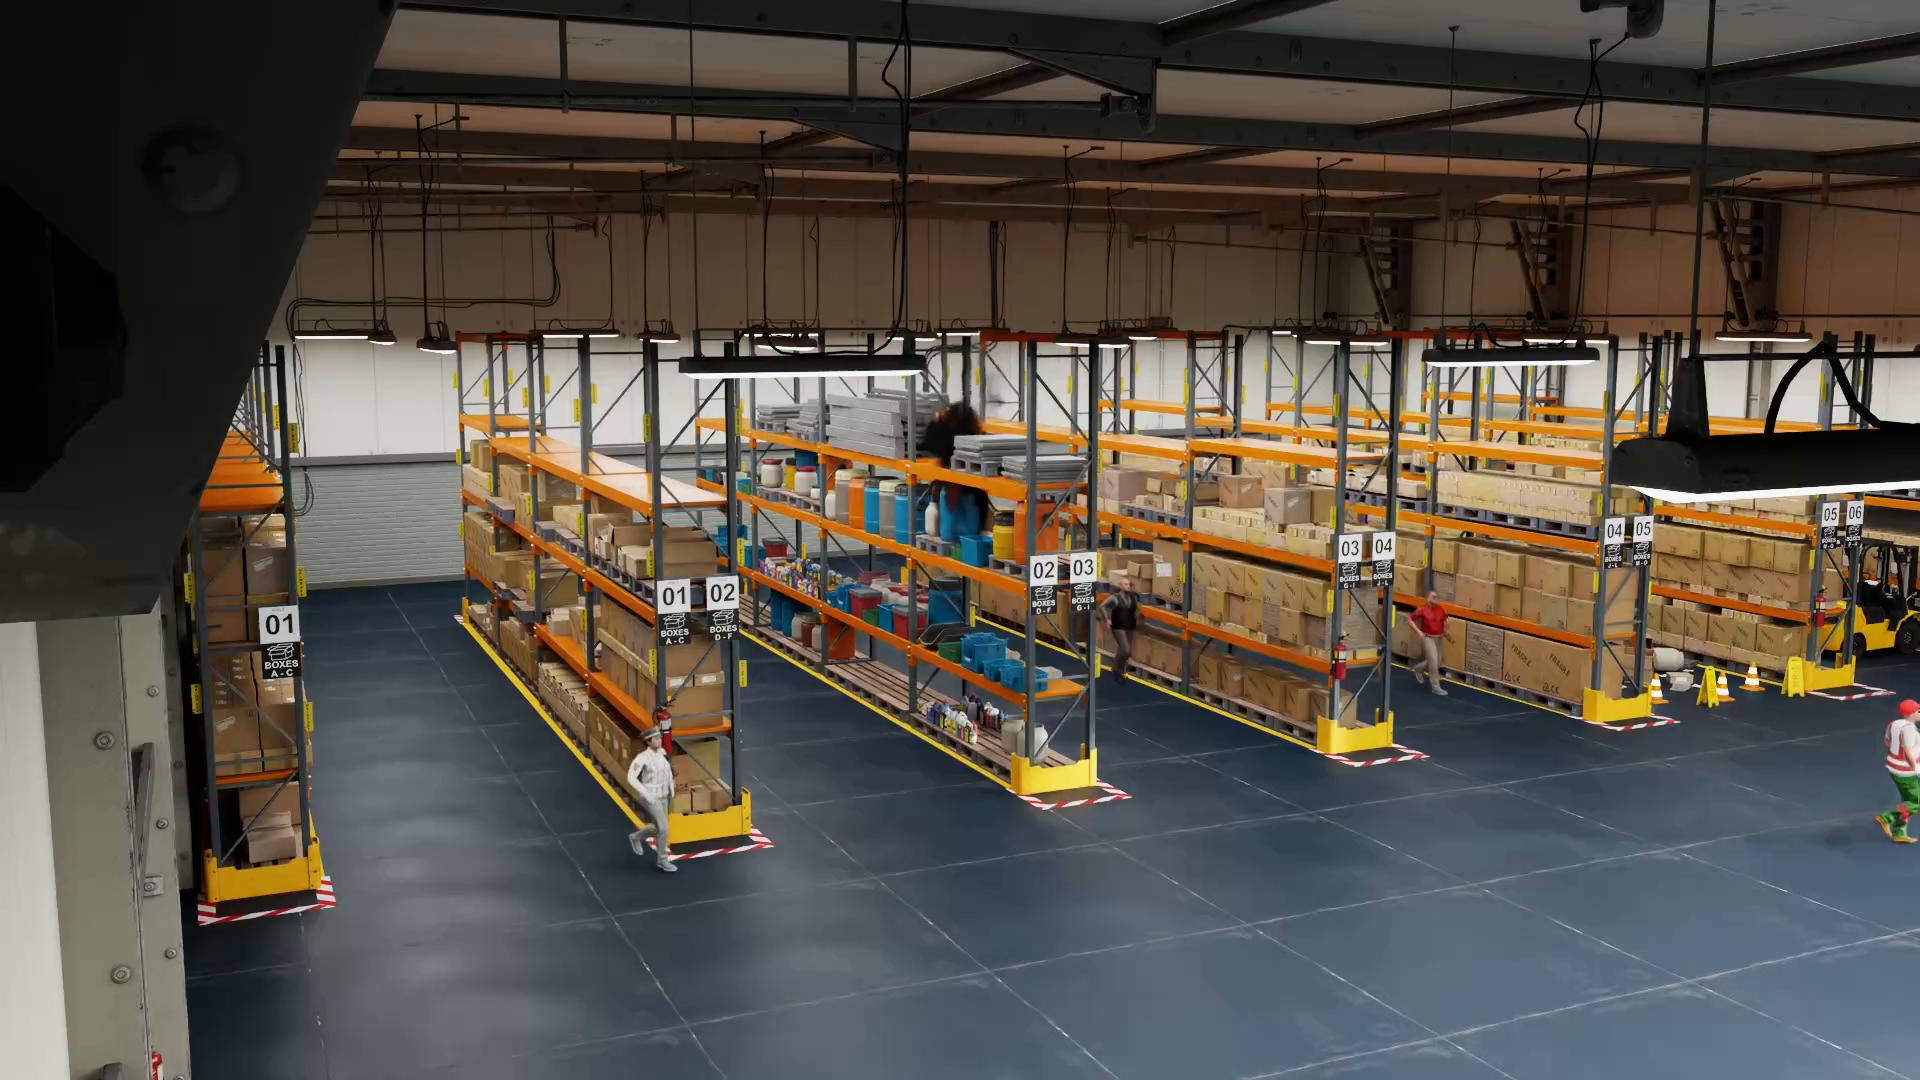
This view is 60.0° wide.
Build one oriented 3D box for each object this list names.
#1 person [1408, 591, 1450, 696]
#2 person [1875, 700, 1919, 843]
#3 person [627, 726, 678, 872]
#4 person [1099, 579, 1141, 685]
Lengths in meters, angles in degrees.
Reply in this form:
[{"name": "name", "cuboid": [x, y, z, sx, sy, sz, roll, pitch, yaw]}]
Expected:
[{"name": "person", "cuboid": [7.934, 1.701, 28.038, 0.672, 1.701, 0.953, -4, 9, -27]}, {"name": "person", "cuboid": [11.318, 2.780, 20.023, 0.593, 1.756, 0.678, 1, 8, 5]}, {"name": "person", "cuboid": [-3.545, 2.943, 19.124, 0.709, 1.668, 0.636, 4, 9, 28]}, {"name": "person", "cuboid": [2.718, 1.521, 27.451, 0.644, 1.762, 0.640, -5, 9, -33]}]
